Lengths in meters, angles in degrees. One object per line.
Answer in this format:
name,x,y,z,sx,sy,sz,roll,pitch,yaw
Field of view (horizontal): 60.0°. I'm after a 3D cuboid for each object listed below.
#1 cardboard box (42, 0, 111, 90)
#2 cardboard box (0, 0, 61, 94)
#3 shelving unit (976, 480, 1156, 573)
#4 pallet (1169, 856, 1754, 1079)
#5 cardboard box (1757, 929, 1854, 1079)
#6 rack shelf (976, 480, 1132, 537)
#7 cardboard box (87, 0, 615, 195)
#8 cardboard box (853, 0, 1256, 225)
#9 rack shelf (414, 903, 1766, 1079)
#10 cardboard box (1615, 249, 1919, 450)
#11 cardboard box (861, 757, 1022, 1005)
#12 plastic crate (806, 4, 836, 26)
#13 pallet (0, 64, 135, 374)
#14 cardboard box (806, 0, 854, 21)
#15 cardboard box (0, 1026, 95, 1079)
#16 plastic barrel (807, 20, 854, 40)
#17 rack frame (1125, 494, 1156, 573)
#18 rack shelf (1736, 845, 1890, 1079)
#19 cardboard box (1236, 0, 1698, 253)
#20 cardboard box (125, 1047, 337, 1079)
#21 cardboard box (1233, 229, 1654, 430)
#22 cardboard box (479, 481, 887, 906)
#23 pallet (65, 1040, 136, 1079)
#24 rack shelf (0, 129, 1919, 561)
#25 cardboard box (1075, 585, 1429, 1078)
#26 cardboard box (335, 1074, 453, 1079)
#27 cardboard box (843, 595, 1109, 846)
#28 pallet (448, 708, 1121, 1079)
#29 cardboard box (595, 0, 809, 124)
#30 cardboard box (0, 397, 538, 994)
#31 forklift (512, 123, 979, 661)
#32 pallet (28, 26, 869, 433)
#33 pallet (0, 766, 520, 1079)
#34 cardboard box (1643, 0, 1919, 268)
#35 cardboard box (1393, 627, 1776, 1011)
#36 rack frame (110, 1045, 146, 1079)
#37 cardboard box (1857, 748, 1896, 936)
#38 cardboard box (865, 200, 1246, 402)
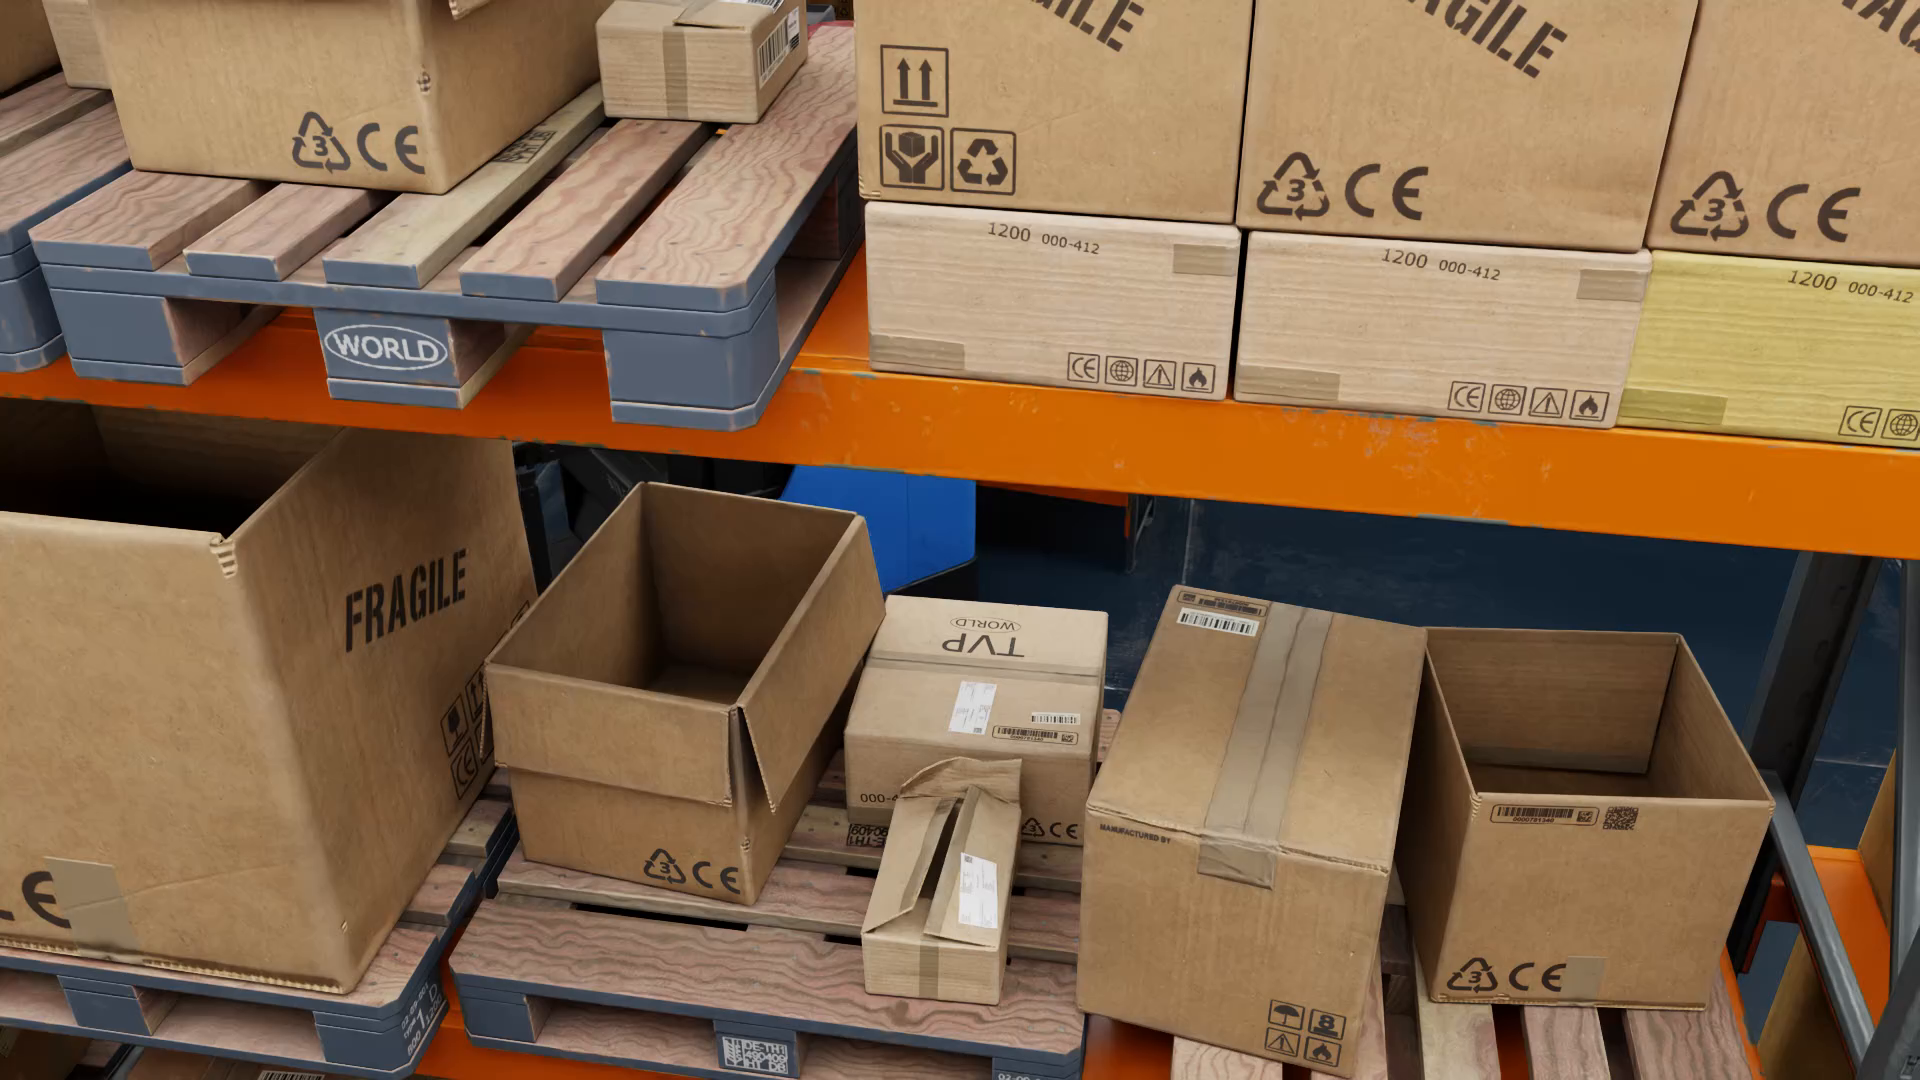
cardboard box,-1.338,-0.959,2.858,0.258,0.266,0.396,6,33,10
cardboard box,-1.835,-0.997,2.696,0.637,0.503,0.797,4,32,6
shelving unit,0.296,-0.542,7.055,1.048,1.125,0.538,9,33,14
pallet,0.941,0.833,3.274,1.003,0.211,1.213,5,32,8
cardboard box,2.338,1.554,3.547,0.875,0.875,1.225,4,32,6
rack shelf,0.296,-0.334,7.185,1.000,0.278,0.538,9,33,14
cardboard box,-0.906,-0.914,2.562,0.637,0.503,0.797,6,33,10
cardboard box,0.156,-0.771,2.262,0.500,0.500,0.500,6,32,9
rack shelf,-0.310,0.886,3.686,4.000,0.370,1.077,5,32,8
cardboard box,1.151,-0.363,2.317,0.500,0.250,0.500,5,32,8
cardboard box,-0.028,0.630,3.146,0.258,0.266,0.396,4,32,7
plastic crate,-0.920,-2.332,8.089,0.583,0.464,0.402,5,32,8
pallet,-1.691,-0.679,2.857,1.003,0.211,1.213,5,32,8
cardboard box,-1.016,-4.314,12.804,0.500,0.500,0.500,5,32,8
cardboard box,-2.670,1.227,4.423,0.500,0.500,0.500,4,32,7
plastic barrel,-0.542,-2.046,7.563,0.433,0.535,0.433,0,32,0
rack frame,0.784,-0.465,6.933,0.032,1.125,0.500,9,33,14
rack shelf,3.633,1.243,3.116,4.000,0.370,1.077,5,32,8
cardboard box,0.641,-0.718,2.178,0.500,0.500,0.500,5,32,8
cardboard box,-1.680,1.341,4.221,0.500,0.500,0.700,3,32,4
cardboard box,0.660,-0.400,2.376,0.500,0.250,0.500,5,32,8
cardboard box,-0.558,0.287,3.472,0.637,0.503,0.797,8,33,13
pallet,-2.950,1.543,4.587,1.213,0.211,1.003,5,32,8
rack shelf,-0.310,-0.386,2.890,4.000,0.370,1.077,5,32,8
cardboard box,0.555,0.514,3.112,0.500,0.500,0.700,10,33,15
cardboard box,-1.213,1.394,4.138,0.500,0.500,0.700,5,32,8
cardboard box,0.048,0.375,3.570,0.500,0.250,0.500,4,32,7
pallet,-0.297,0.685,3.509,1.213,0.211,1.003,5,32,8
cardboard box,-0.417,-0.833,2.751,0.250,0.166,0.380,4,32,7
cardboard box,-1.522,0.114,3.280,1.000,1.000,1.000,5,32,9
forklift,-1.429,-0.692,5.593,3.031,2.935,1.130,-20,37,-29
pallet,-0.668,-0.588,2.712,1.003,0.211,1.213,5,32,8
pallet,-1.553,0.628,3.601,1.213,0.211,1.003,5,32,8
cardboard box,1.149,-0.678,2.114,0.500,0.500,0.500,6,33,9
cardboard box,1.122,0.511,3.116,0.500,0.500,0.500,1,32,2
rack frame,-2.282,0.402,3.780,0.127,3.000,1.000,5,32,8
cardboard box,2.189,0.631,3.320,0.500,0.500,0.500,6,33,10
cardboard box,0.165,-0.446,2.450,0.500,0.250,0.500,6,33,10
